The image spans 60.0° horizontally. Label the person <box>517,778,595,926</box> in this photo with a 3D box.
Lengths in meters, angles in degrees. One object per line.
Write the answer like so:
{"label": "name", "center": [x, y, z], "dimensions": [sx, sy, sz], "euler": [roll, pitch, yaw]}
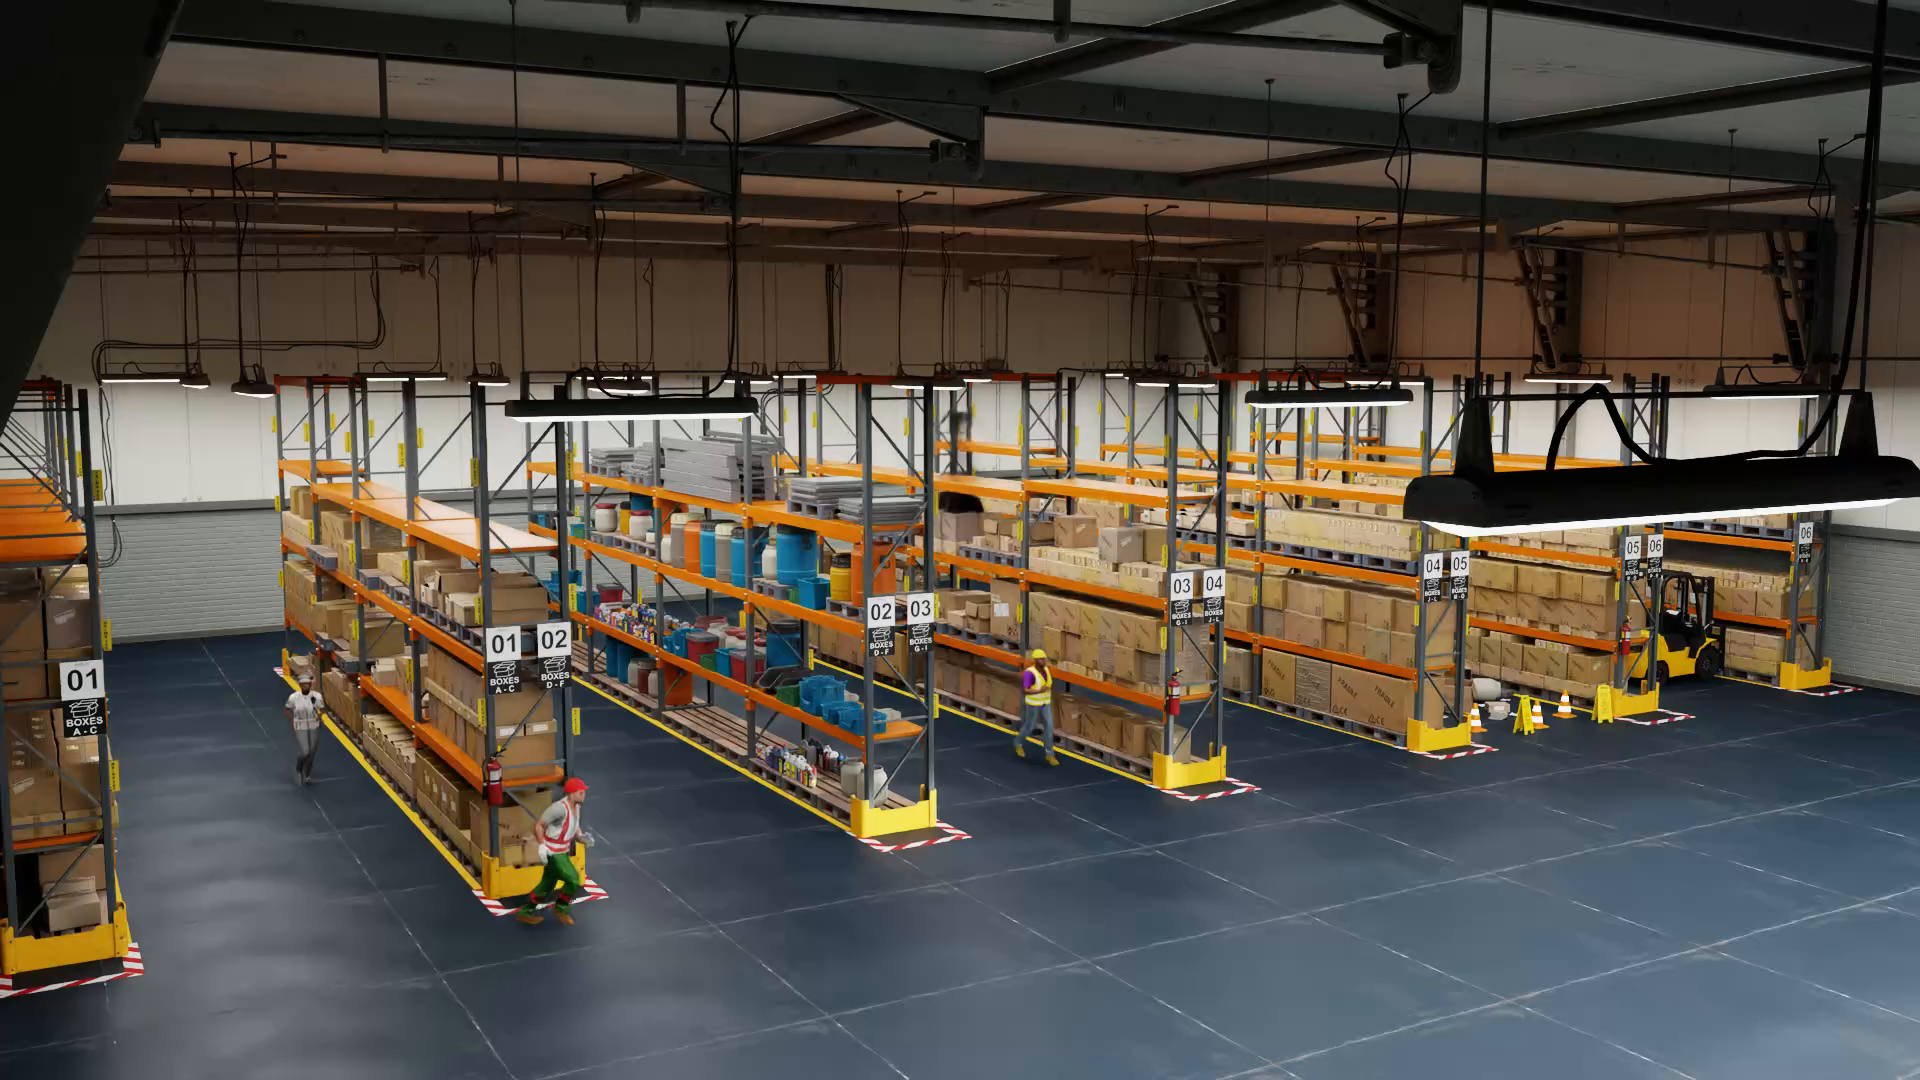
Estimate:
{"label": "person", "center": [-4.525, 3.492, 18.528], "dimensions": [0.865, 1.711, 0.689], "euler": [1, 6, 10]}

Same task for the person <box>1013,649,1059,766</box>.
{"label": "person", "center": [1.198, 2.582, 25.998], "dimensions": [0.688, 1.781, 0.950], "euler": [-5, 8, -39]}

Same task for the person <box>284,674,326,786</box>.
{"label": "person", "center": [-9.663, 2.806, 24.627], "dimensions": [0.555, 1.679, 0.632], "euler": [-4, 7, -31]}
